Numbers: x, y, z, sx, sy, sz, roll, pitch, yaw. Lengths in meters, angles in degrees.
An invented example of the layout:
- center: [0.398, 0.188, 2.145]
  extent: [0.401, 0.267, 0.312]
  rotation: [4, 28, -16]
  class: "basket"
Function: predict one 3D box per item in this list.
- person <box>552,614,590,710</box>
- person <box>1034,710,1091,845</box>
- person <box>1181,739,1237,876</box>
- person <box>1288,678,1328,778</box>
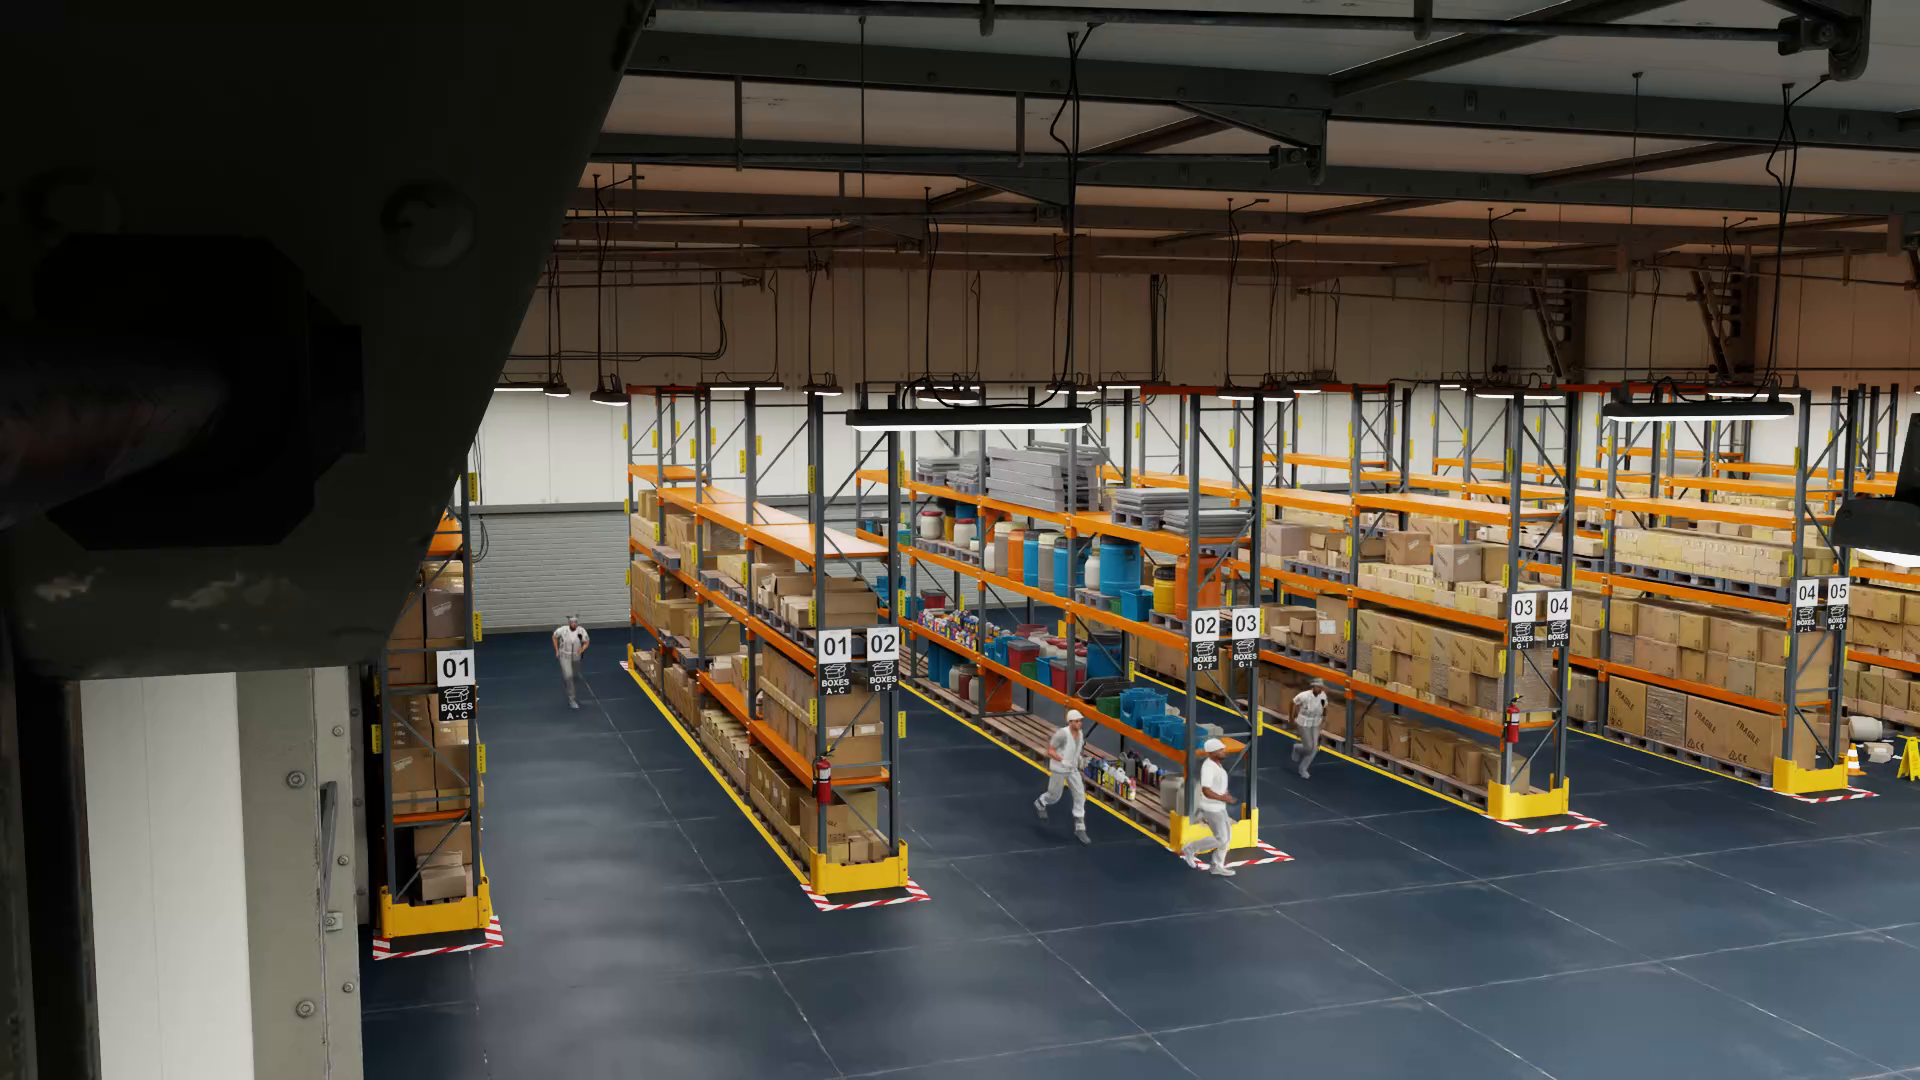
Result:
- center: [-7.310, 2.241, 31.281]
  extent: [0.663, 1.787, 0.923]
  rotation: [-3, 6, -25]
  class: "person"
- center: [1.390, 3.137, 22.503]
  extent: [0.658, 1.773, 1.135]
  rotation: [-4, 7, -36]
  class: "person"
- center: [3.124, 3.329, 20.770]
  extent: [0.687, 1.728, 0.699]
  rotation: [1, 6, 13]
  class: "person"
- center: [5.414, 2.889, 25.804]
  extent: [0.563, 1.618, 0.697]
  rotation: [-2, 6, -22]
  class: "person"
